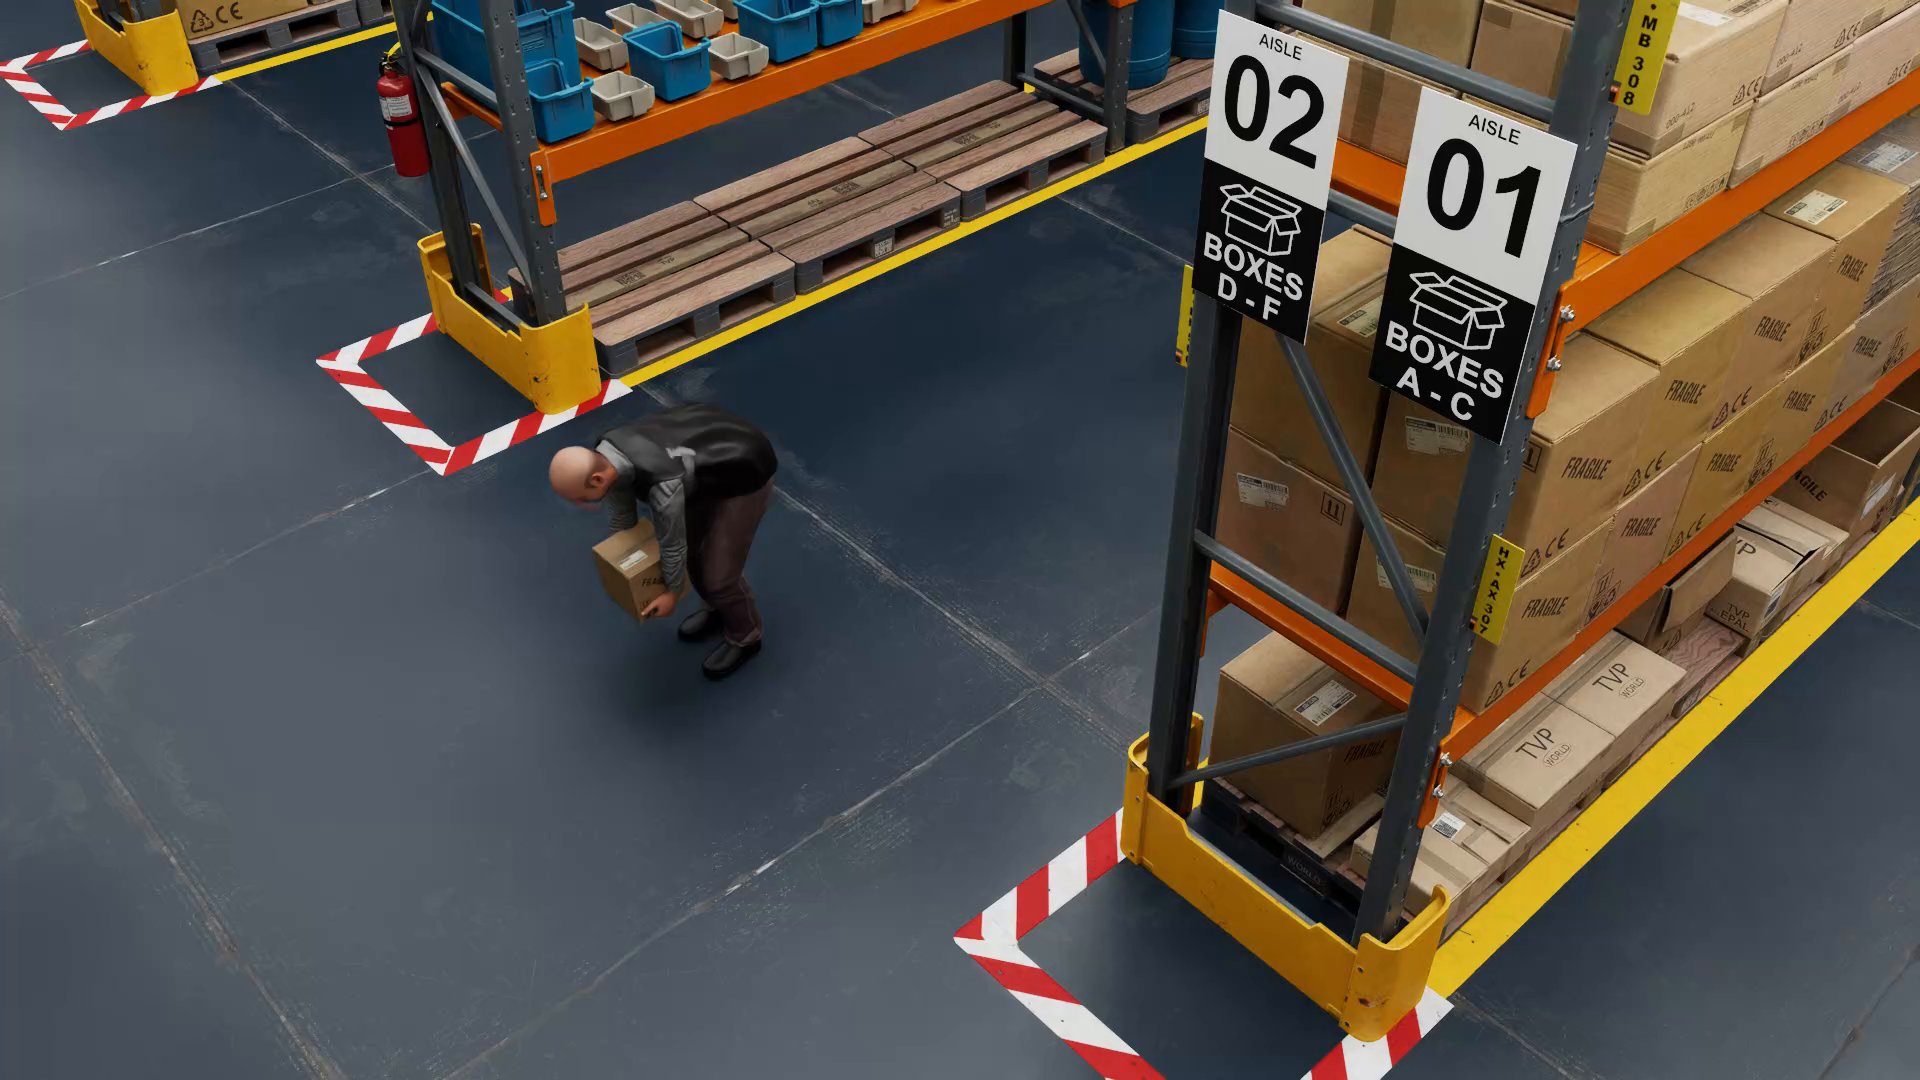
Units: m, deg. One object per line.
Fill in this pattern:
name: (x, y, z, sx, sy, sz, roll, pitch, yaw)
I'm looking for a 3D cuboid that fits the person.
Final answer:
person: (-1.122, 0.019, 6.501, 0.916, 1.281, 0.462, -32, 49, -32)
